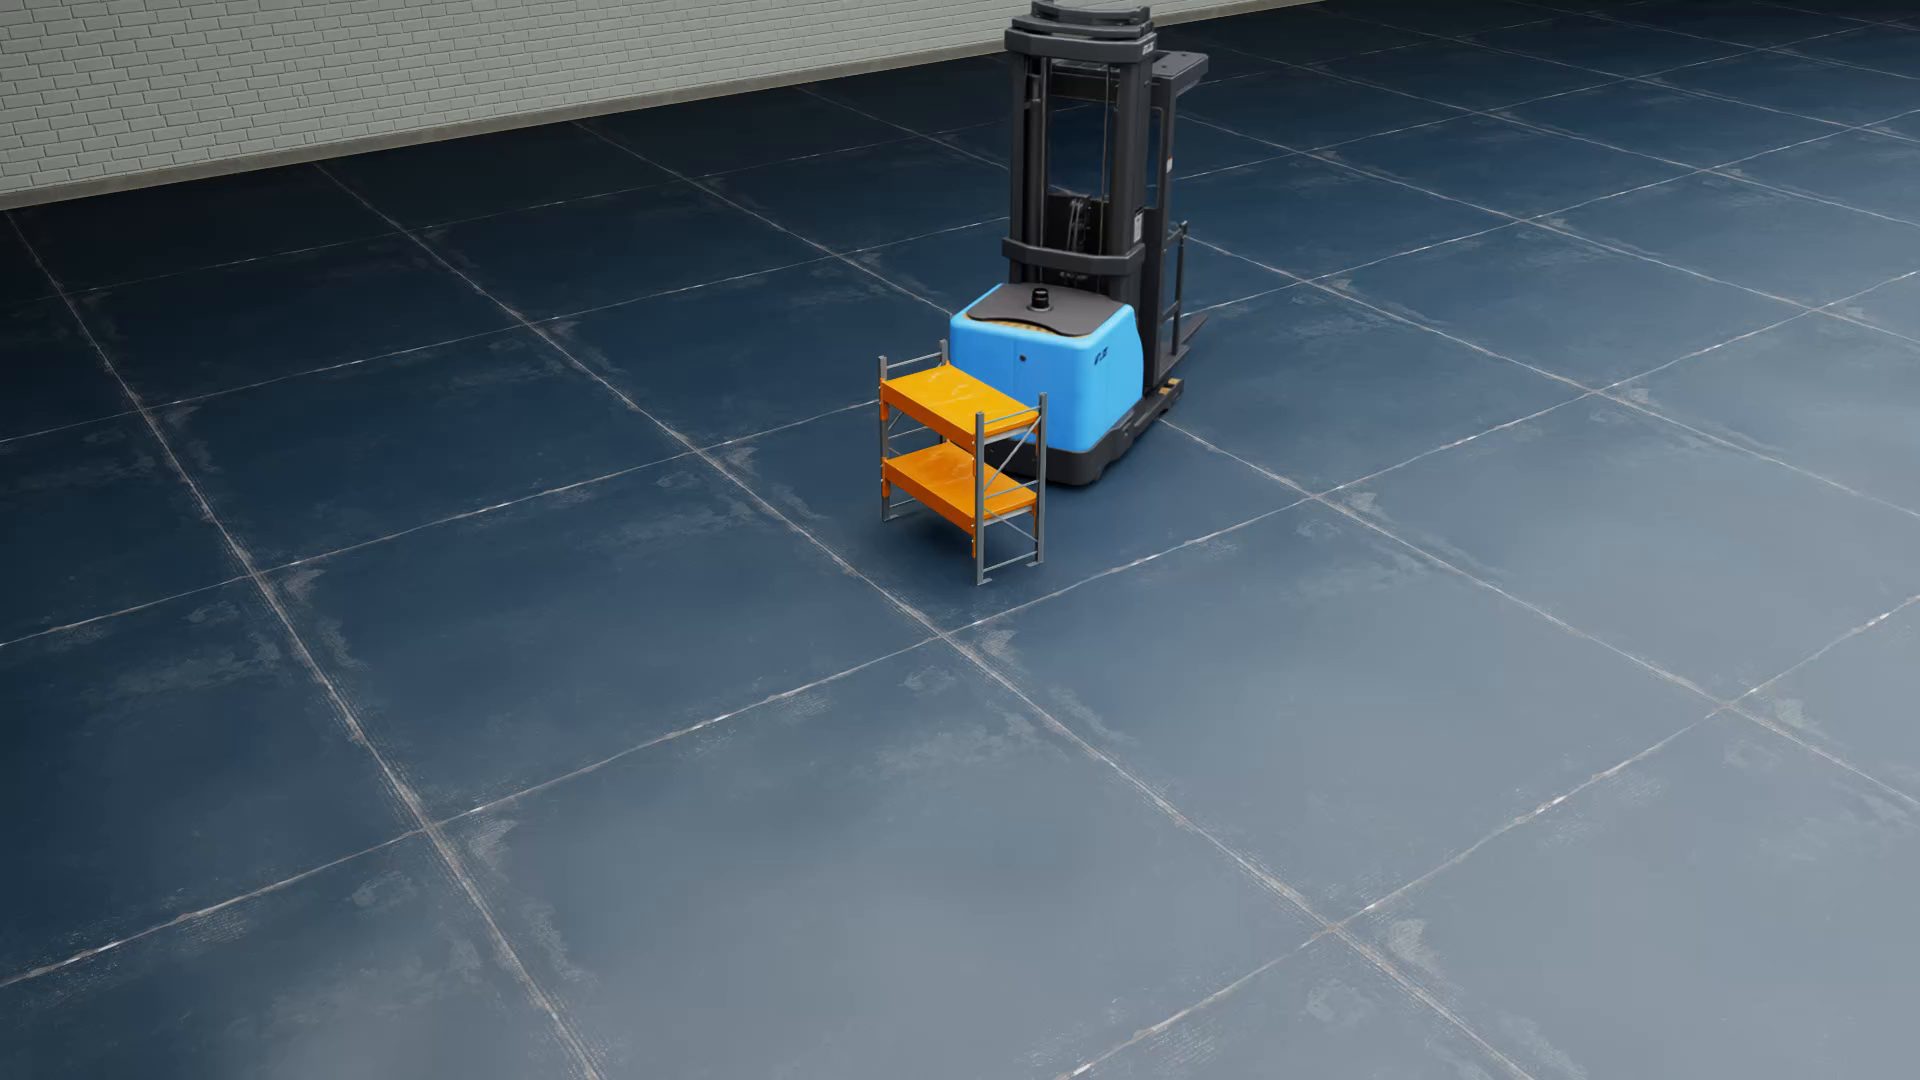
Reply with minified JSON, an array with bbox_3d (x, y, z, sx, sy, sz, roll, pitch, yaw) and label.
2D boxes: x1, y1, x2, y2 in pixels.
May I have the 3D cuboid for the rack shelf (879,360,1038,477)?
[{"bbox_3d":[0.004,-0.749,10.064,0.538,0.278,1.000,-19,34,-31],"label":"rack shelf"}]

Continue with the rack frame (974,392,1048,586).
[{"bbox_3d":[0.299,-0.294,9.839,0.500,1.125,0.032,-19,34,-31],"label":"rack frame"}]

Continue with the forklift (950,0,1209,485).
[{"bbox_3d":[1.021,-2.327,11.691,1.130,2.935,3.031,13,31,23],"label":"forklift"}]

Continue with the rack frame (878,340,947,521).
[{"bbox_3d":[-0.291,-0.689,10.567,0.500,1.125,0.032,-19,34,-31],"label":"rack frame"}]

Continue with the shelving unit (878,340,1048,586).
[{"bbox_3d":[0.004,-0.492,10.203,0.538,1.125,1.048,-19,34,-31],"label":"shelving unit"}]

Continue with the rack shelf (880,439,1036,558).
[{"bbox_3d":[0.004,-0.277,10.320,0.538,0.278,1.000,-19,34,-31],"label":"rack shelf"}]
